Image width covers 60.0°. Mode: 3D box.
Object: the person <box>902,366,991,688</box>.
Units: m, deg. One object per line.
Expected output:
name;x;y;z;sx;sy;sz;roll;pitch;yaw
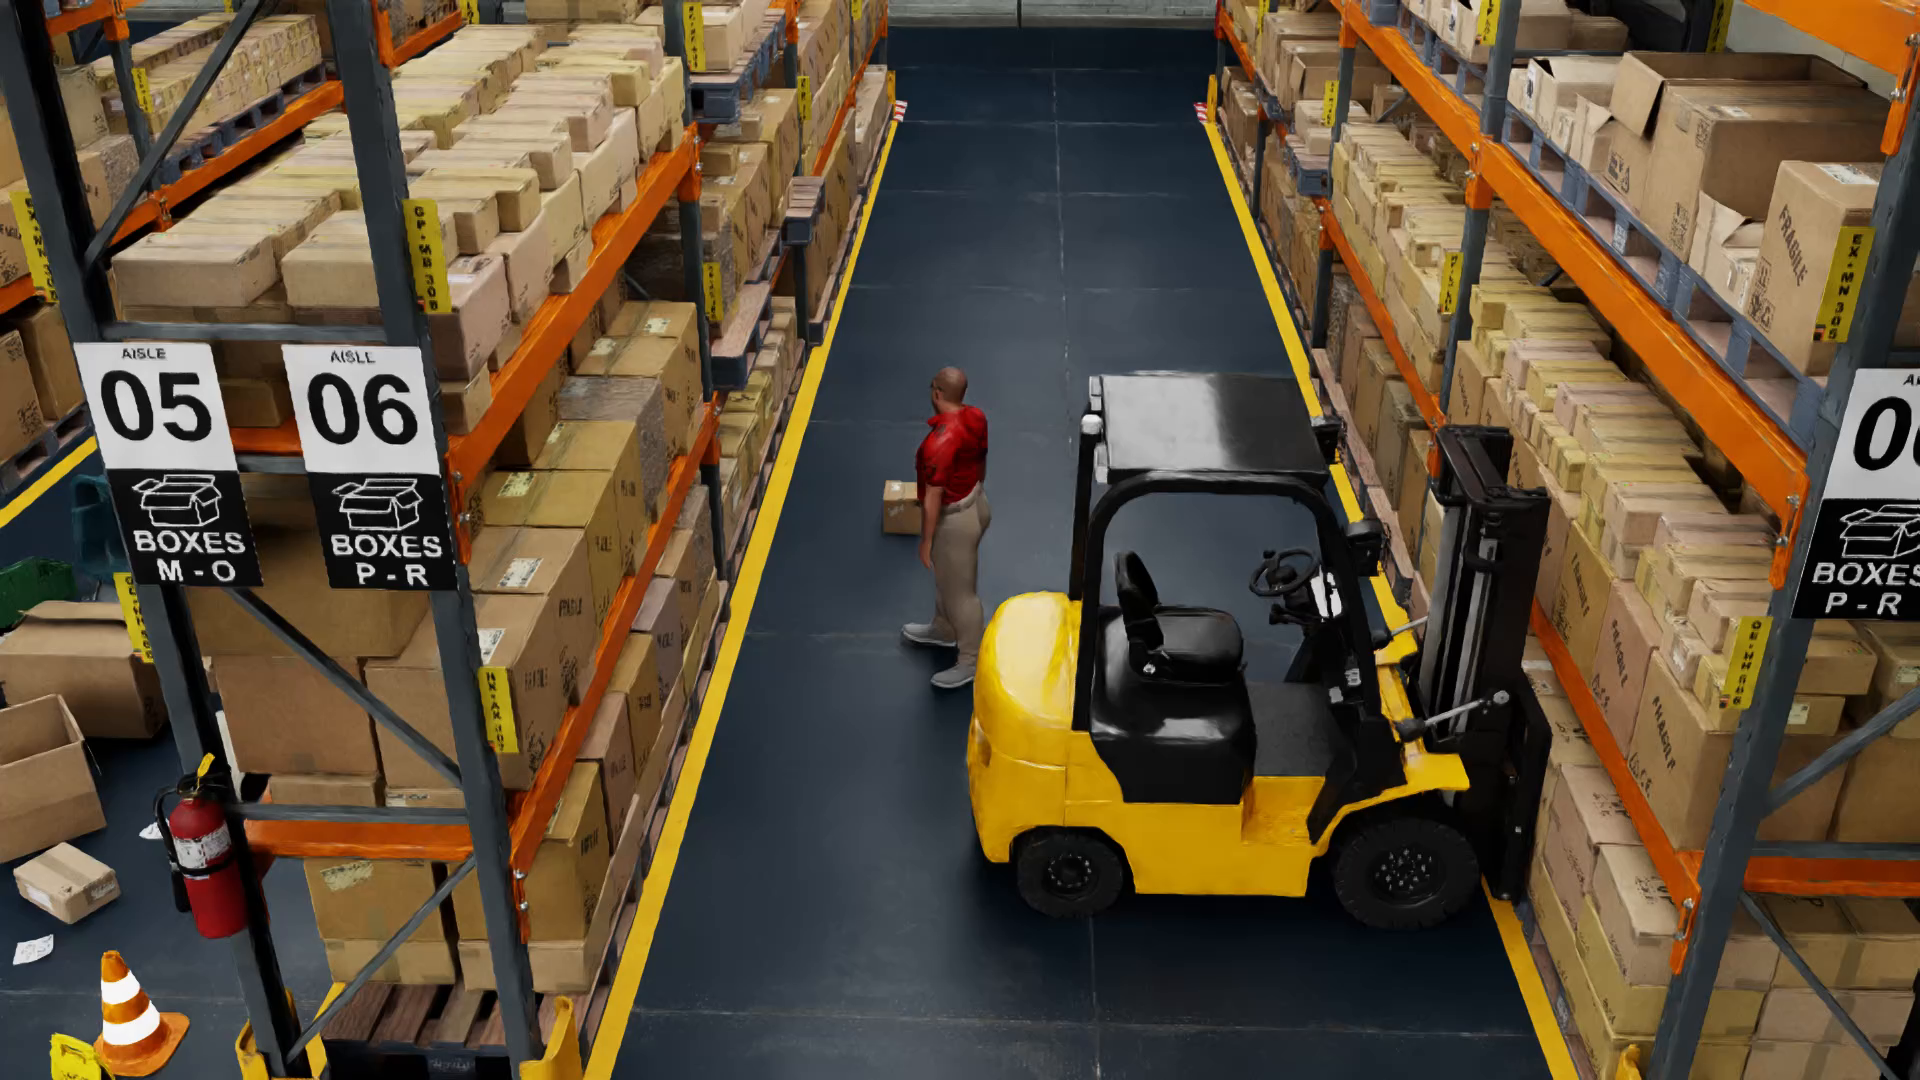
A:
person;-0.081;-0.121;8.819;0.594;1.723;0.659;9;29;17
